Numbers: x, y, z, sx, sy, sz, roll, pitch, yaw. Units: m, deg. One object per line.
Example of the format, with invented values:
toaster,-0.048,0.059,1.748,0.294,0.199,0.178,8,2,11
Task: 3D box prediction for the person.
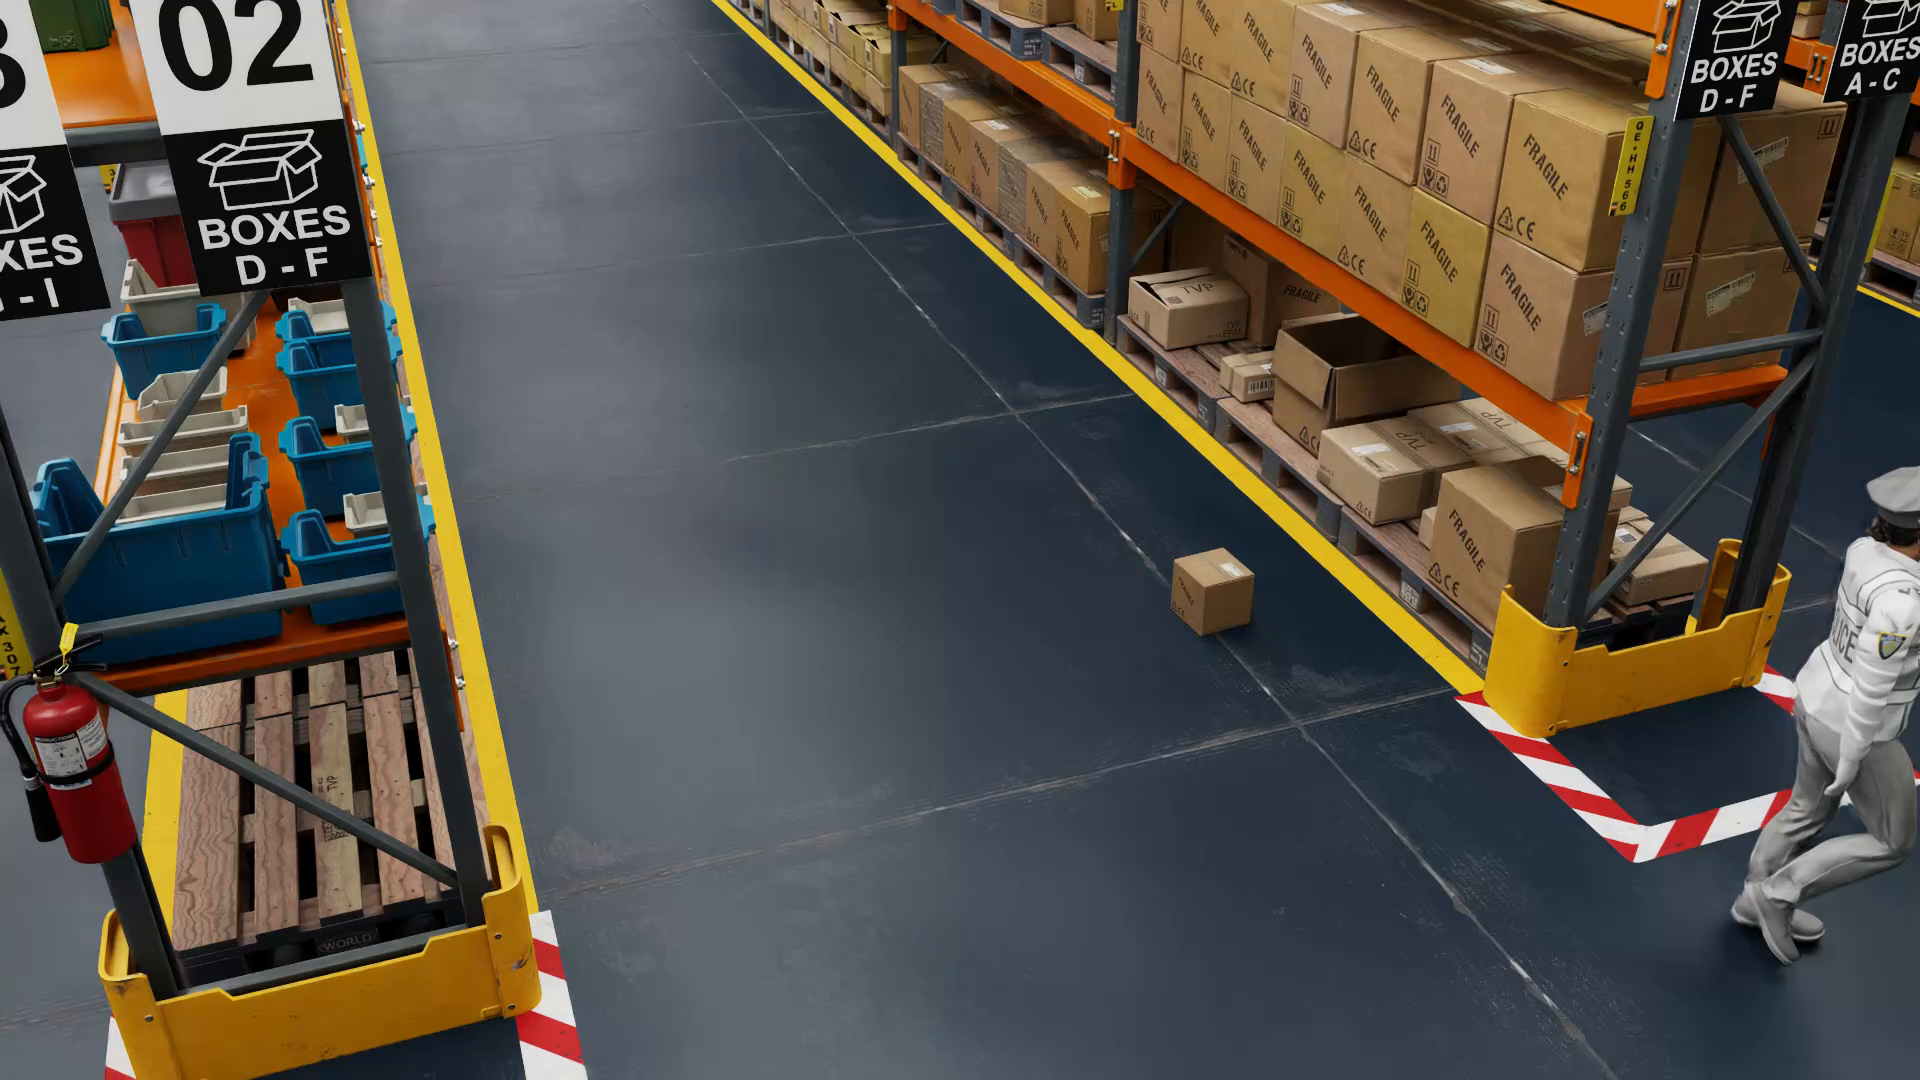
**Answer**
person,2.754,0.542,5.111,0.418,1.679,0.513,6,31,11
